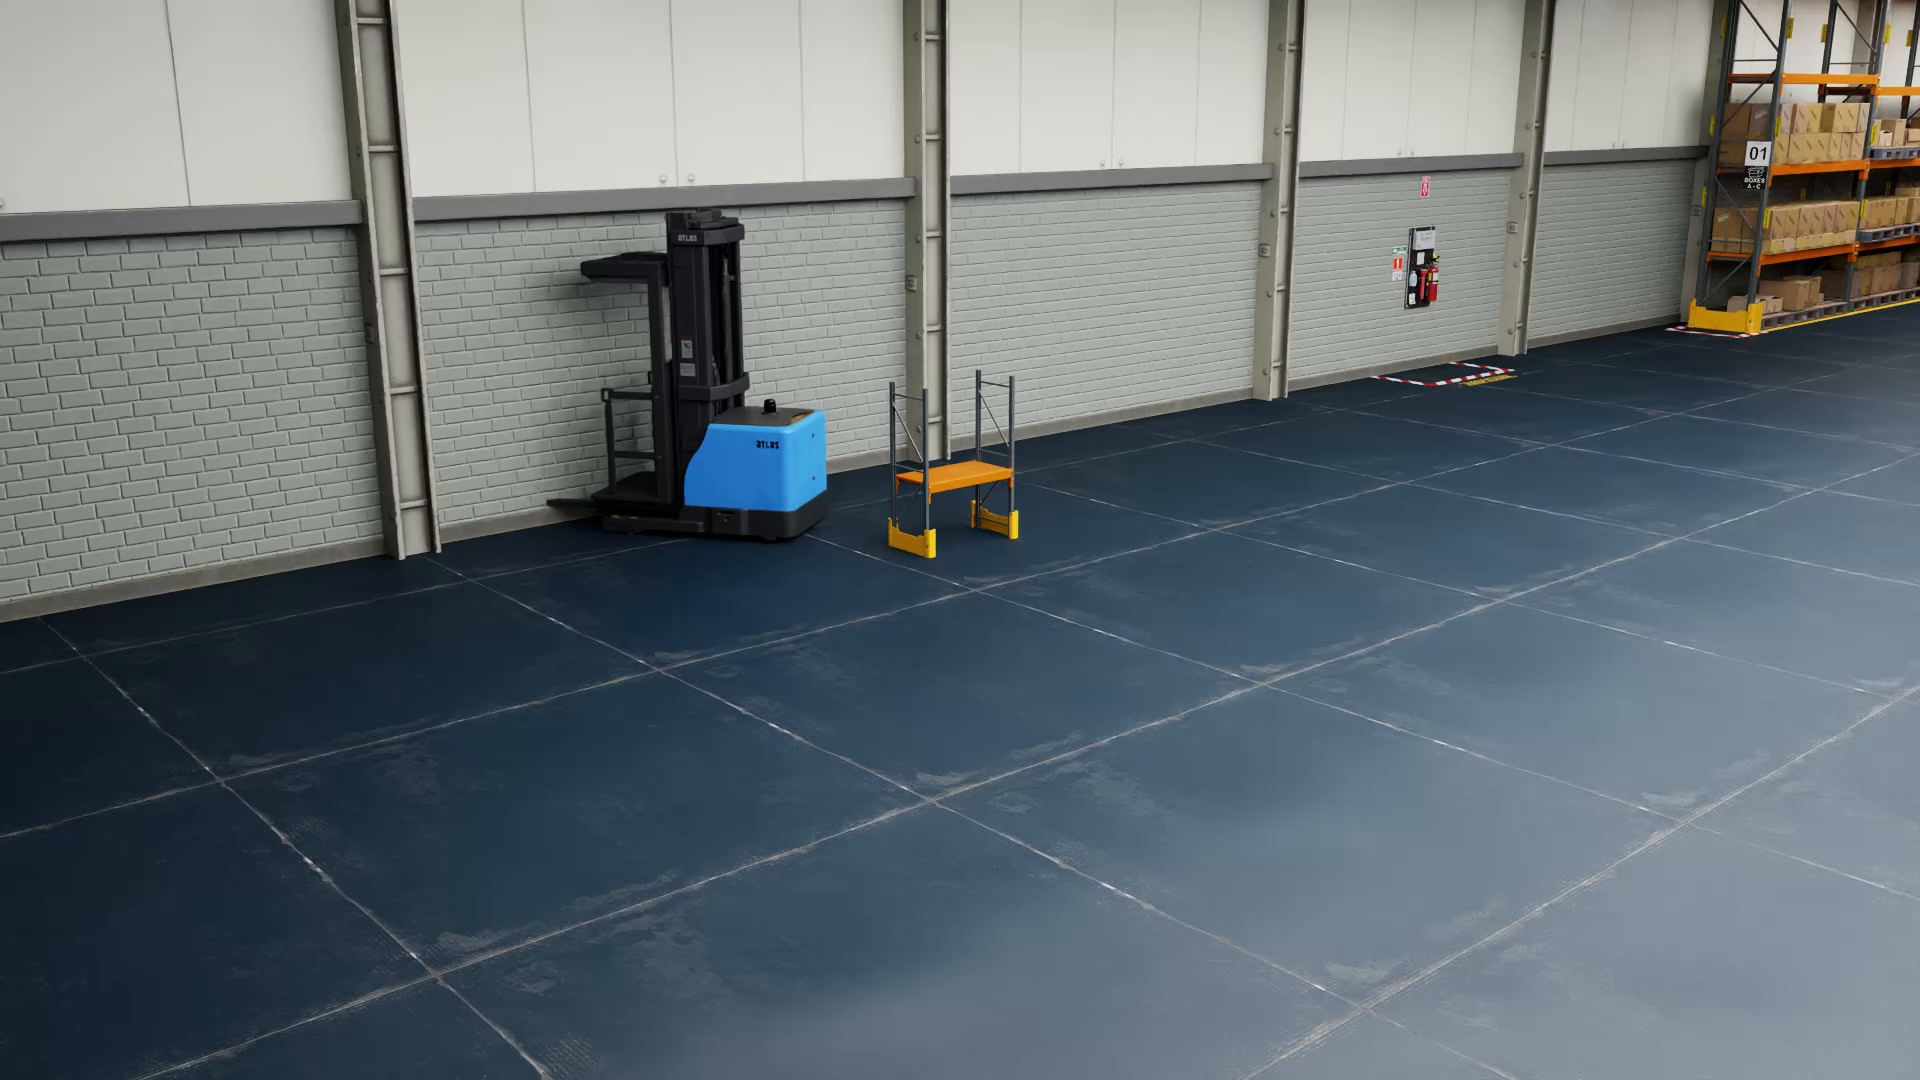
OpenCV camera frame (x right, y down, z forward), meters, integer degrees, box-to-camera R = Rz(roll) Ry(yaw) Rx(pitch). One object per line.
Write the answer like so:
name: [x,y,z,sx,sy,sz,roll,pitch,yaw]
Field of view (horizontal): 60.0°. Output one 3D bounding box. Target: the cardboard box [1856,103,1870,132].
cardboard box: [16.085,-7.648,30.086,0.500,0.500,0.500,14,20,42]

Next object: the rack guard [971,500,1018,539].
rack guard: [0.318,-0.192,15.485,0.087,0.250,0.587,-13,19,-39]

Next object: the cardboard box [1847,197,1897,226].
cardboard box: [17.594,-6.347,32.151,0.500,0.500,0.700,-10,18,-32]

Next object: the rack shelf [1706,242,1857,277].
rack shelf: [14.776,-5.109,29.958,4.000,0.370,1.077,-13,19,-39]

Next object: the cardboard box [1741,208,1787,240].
cardboard box: [13.825,-5.440,28.600,0.500,0.500,0.500,-13,19,-39]

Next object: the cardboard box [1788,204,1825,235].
cardboard box: [14.980,-5.697,29.566,0.500,0.500,0.500,-12,19,-38]

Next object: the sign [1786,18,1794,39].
sign: [13.624,-8.400,27.296,0.005,0.325,0.100,-13,19,-39]

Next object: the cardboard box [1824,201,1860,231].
cardboard box: [16.132,-5.954,30.528,0.500,0.500,0.500,-13,20,-39]

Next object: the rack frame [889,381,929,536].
rack frame: [-0.448,-0.624,14.680,0.032,1.500,0.500,-13,19,-39]

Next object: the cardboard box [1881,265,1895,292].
cardboard box: [17.973,-5.191,32.864,0.500,0.500,0.700,-13,20,-40]

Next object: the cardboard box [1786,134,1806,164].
cardboard box: [14.113,-6.717,28.539,0.500,0.500,0.500,-11,19,-36]

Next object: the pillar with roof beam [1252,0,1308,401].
pillar with roof beam: [7.001,-5.432,18.149,0.400,9.000,9.100,-13,19,-39]

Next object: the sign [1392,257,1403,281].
sign: [6.328,-3.921,24.046,0.234,0.329,0.001,-13,19,-39]

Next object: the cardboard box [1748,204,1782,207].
cardboard box: [14.257,-5.710,29.614,0.500,0.500,0.500,-13,20,-41]

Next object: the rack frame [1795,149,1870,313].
rack frame: [16.285,-5.795,31.133,0.127,3.000,1.000,-13,19,-39]

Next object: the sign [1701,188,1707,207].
sign: [12.918,-5.941,28.824,0.005,0.325,0.100,-13,19,-39]

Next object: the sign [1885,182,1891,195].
sign: [18.936,-7.140,33.923,0.005,0.325,0.100,-13,19,-39]

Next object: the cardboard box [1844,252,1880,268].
cardboard box: [17.550,-5.455,32.396,0.500,0.250,0.500,-13,20,-41]

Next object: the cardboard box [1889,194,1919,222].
cardboard box: [18.955,-6.652,33.295,0.700,0.500,0.500,13,20,40]

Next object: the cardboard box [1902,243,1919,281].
cardboard box: [19.944,-5.736,34.264,0.750,0.750,0.750,-13,20,-40]

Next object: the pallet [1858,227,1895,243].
pallet: [16.957,-5.804,31.537,1.213,0.211,1.003,-13,19,-39]

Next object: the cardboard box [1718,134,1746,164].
cardboard box: [13.416,-6.745,28.643,0.500,0.500,0.500,-11,18,-35]

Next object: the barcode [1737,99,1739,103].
barcode: [13.475,-7.606,28.805,0.075,0.075,0.001,-13,19,-39]

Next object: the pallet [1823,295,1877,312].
pallet: [16.872,-4.580,31.988,1.213,0.211,1.003,-13,19,-39]

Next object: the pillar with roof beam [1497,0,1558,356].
pillar with roof beam: [11.528,-6.448,21.954,0.400,9.000,9.100,-13,19,-39]

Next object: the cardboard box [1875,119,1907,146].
cardboard box: [17.681,-7.782,31.750,0.500,0.500,0.500,-14,20,-41]

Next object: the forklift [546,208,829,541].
forklift: [-2.833,-1.592,15.530,3.031,2.935,1.130,4,15,14]

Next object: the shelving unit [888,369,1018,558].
shelving unit: [-0.058,-0.712,15.008,1.083,1.500,0.587,-13,19,-39]

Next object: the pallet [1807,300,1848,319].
pallet: [15.802,-4.327,31.042,1.213,0.211,1.003,-13,19,-39]

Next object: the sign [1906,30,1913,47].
sign: [18.936,-10.006,33.157,0.005,0.325,0.100,-13,19,-39]

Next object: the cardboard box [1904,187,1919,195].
cardboard box: [19.062,-6.983,33.276,0.380,0.149,0.250,13,20,40]

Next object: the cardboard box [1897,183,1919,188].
cardboard box: [19.475,-7.164,33.996,0.500,0.250,0.500,-12,19,-38]

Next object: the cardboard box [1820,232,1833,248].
cardboard box: [15.376,-5.422,29.989,0.500,0.250,0.500,-13,20,-40]

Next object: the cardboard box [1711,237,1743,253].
cardboard box: [13.493,-5.172,29.051,0.500,0.250,0.500,-12,19,-39]

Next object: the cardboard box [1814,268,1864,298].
cardboard box: [16.830,-4.928,31.878,0.500,0.500,0.700,-12,19,-38]

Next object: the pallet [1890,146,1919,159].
pallet: [17.601,-7.414,31.744,1.003,0.211,1.213,-13,19,-39]

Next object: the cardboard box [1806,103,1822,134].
cardboard box: [14.509,-7.290,28.747,0.500,0.500,0.500,-12,19,-38]

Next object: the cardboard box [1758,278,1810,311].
cardboard box: [14.865,-4.433,30.026,0.500,0.500,0.700,-14,21,-43]

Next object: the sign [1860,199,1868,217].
sign: [16.647,-6.109,30.631,0.005,0.325,0.100,-13,19,-39]

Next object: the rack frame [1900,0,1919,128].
rack frame: [19.303,-9.371,32.896,0.127,3.000,1.000,-13,19,-39]

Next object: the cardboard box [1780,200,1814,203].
cardboard box: [15.401,-5.969,30.582,0.500,0.500,0.500,-13,20,-40]

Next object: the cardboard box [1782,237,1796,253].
cardboard box: [14.227,-5.166,29.031,0.500,0.250,0.500,-13,20,-41]

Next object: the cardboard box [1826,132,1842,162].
cardboard box: [15.284,-6.984,29.540,0.500,0.500,0.500,-14,20,-41]

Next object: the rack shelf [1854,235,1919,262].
rack shelf: [17.794,-5.787,32.495,4.000,0.370,1.077,-13,19,-39]
